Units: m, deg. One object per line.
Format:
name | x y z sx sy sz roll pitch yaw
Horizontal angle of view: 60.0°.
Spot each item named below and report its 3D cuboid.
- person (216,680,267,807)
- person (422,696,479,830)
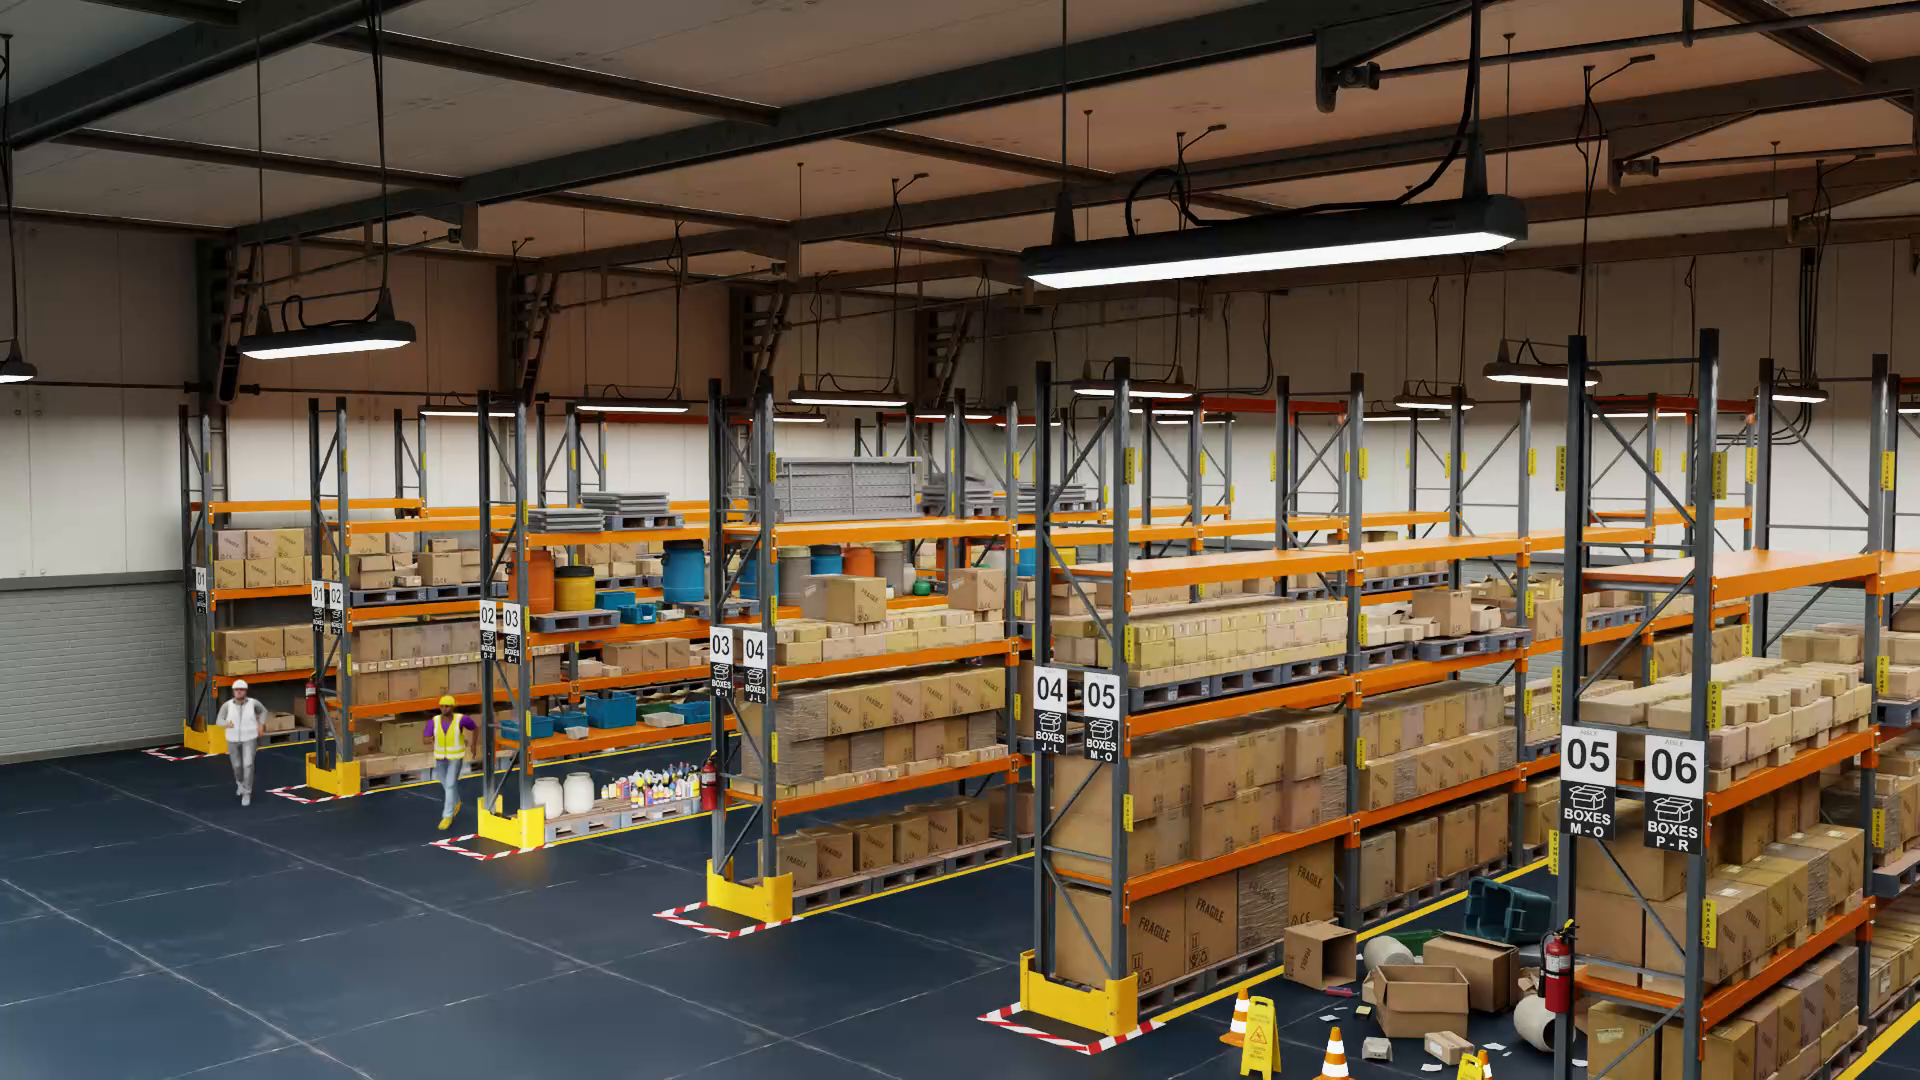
person | -10.619 2.965 24.577 0.669 1.818 0.876 -1 3 -15
person | -7.087 3.036 23.069 0.688 1.781 0.950 0 3 4
